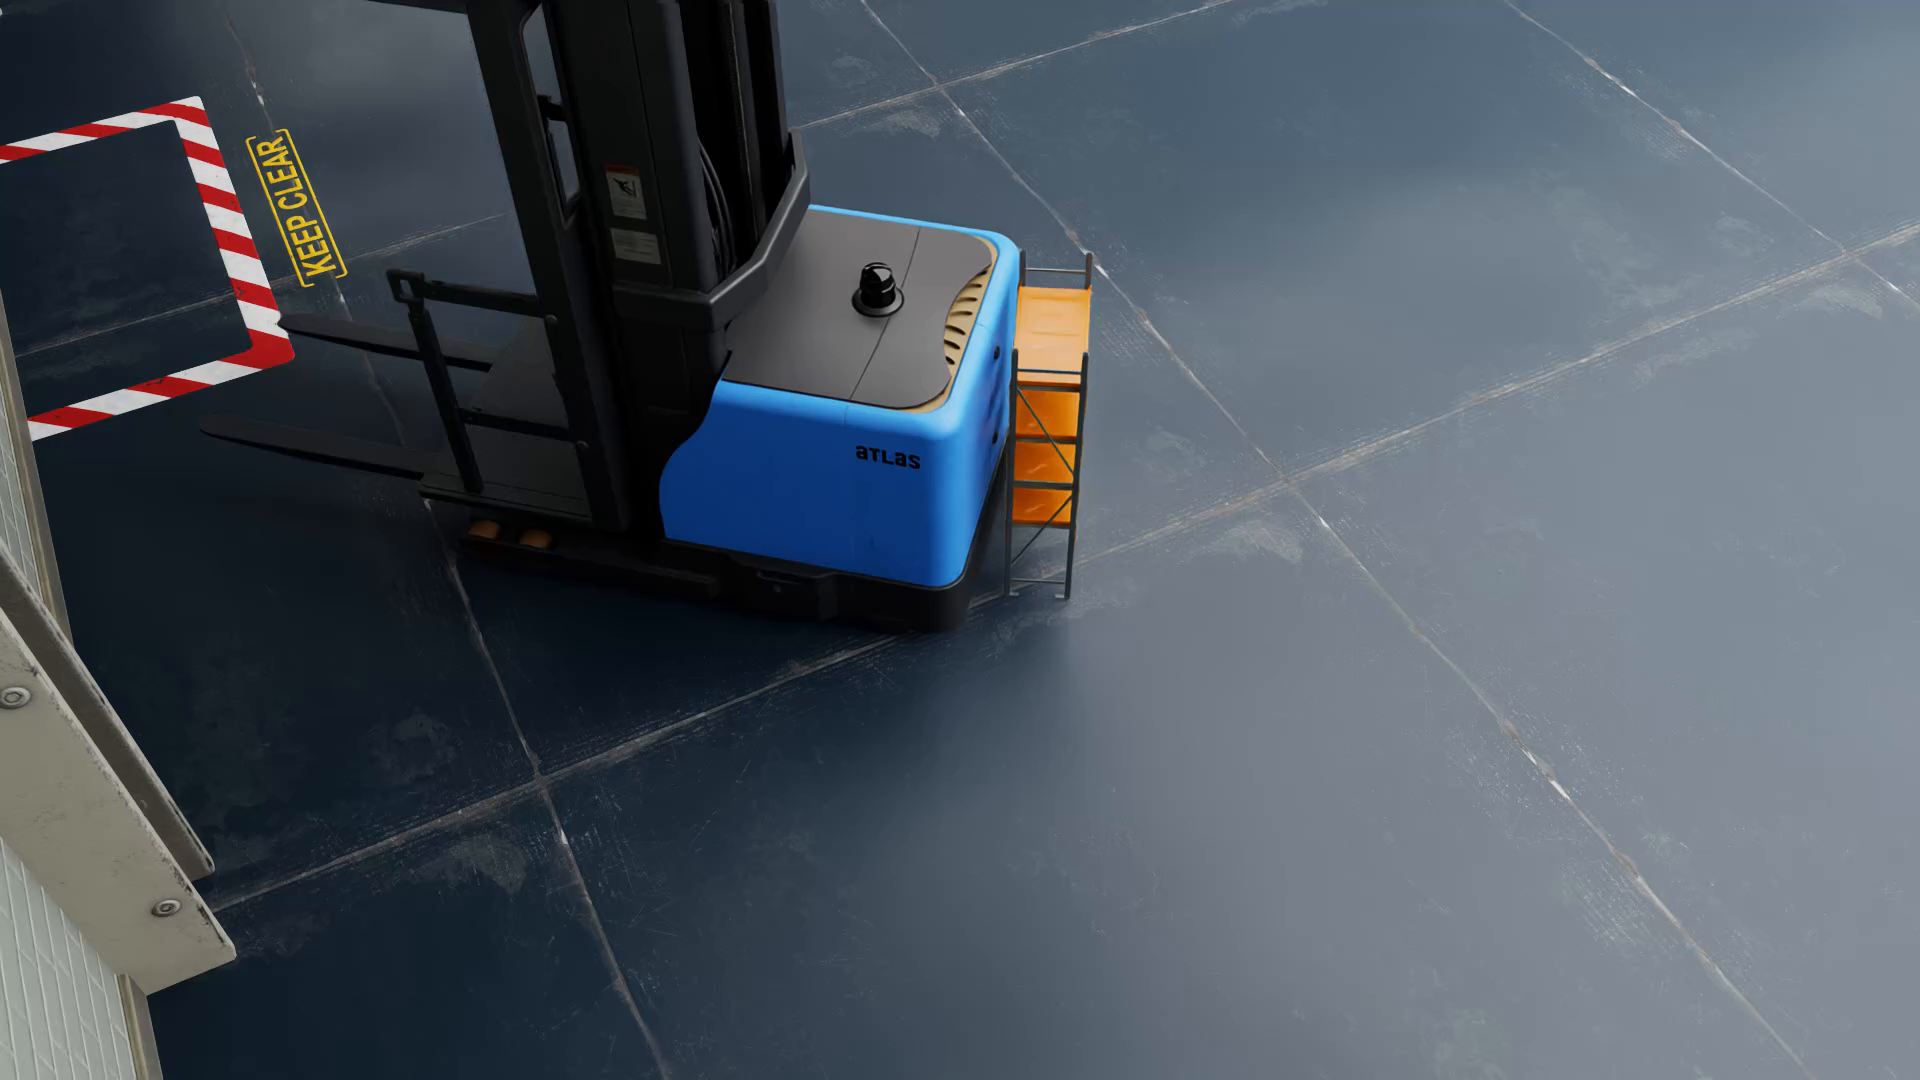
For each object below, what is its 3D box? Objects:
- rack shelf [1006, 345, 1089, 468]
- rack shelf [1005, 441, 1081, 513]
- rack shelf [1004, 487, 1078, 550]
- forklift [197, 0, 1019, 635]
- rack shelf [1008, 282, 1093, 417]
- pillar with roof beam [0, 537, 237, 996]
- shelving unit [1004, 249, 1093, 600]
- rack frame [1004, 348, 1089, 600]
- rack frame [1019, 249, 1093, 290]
[{"bbox_3d":[0.301,-0.476,5.662,0.258,0.148,0.480,3,49,3],"label":"rack shelf"},{"bbox_3d":[0.301,-0.329,5.830,0.258,0.148,0.480,3,49,3],"label":"rack shelf"},{"bbox_3d":[0.301,-0.198,5.980,0.258,0.148,0.480,3,49,3],"label":"rack shelf"},{"bbox_3d":[-1.355,-1.222,5.372,3.031,2.935,1.130,10,50,9],"label":"forklift"},{"bbox_3d":[0.301,-0.632,5.484,0.258,0.148,0.480,3,49,3],"label":"rack shelf"},{"bbox_3d":[1.372,-3.237,3.103,9.100,9.000,0.400,-21,52,-18],"label":"pillar with roof beam"},{"bbox_3d":[0.301,-0.373,5.779,0.258,1.200,0.503,3,49,3],"label":"shelving unit"},{"bbox_3d":[0.282,-0.190,5.619,0.240,1.200,0.015,3,49,3],"label":"rack frame"},{"bbox_3d":[0.319,-0.556,5.940,0.240,1.200,0.015,3,49,3],"label":"rack frame"}]
